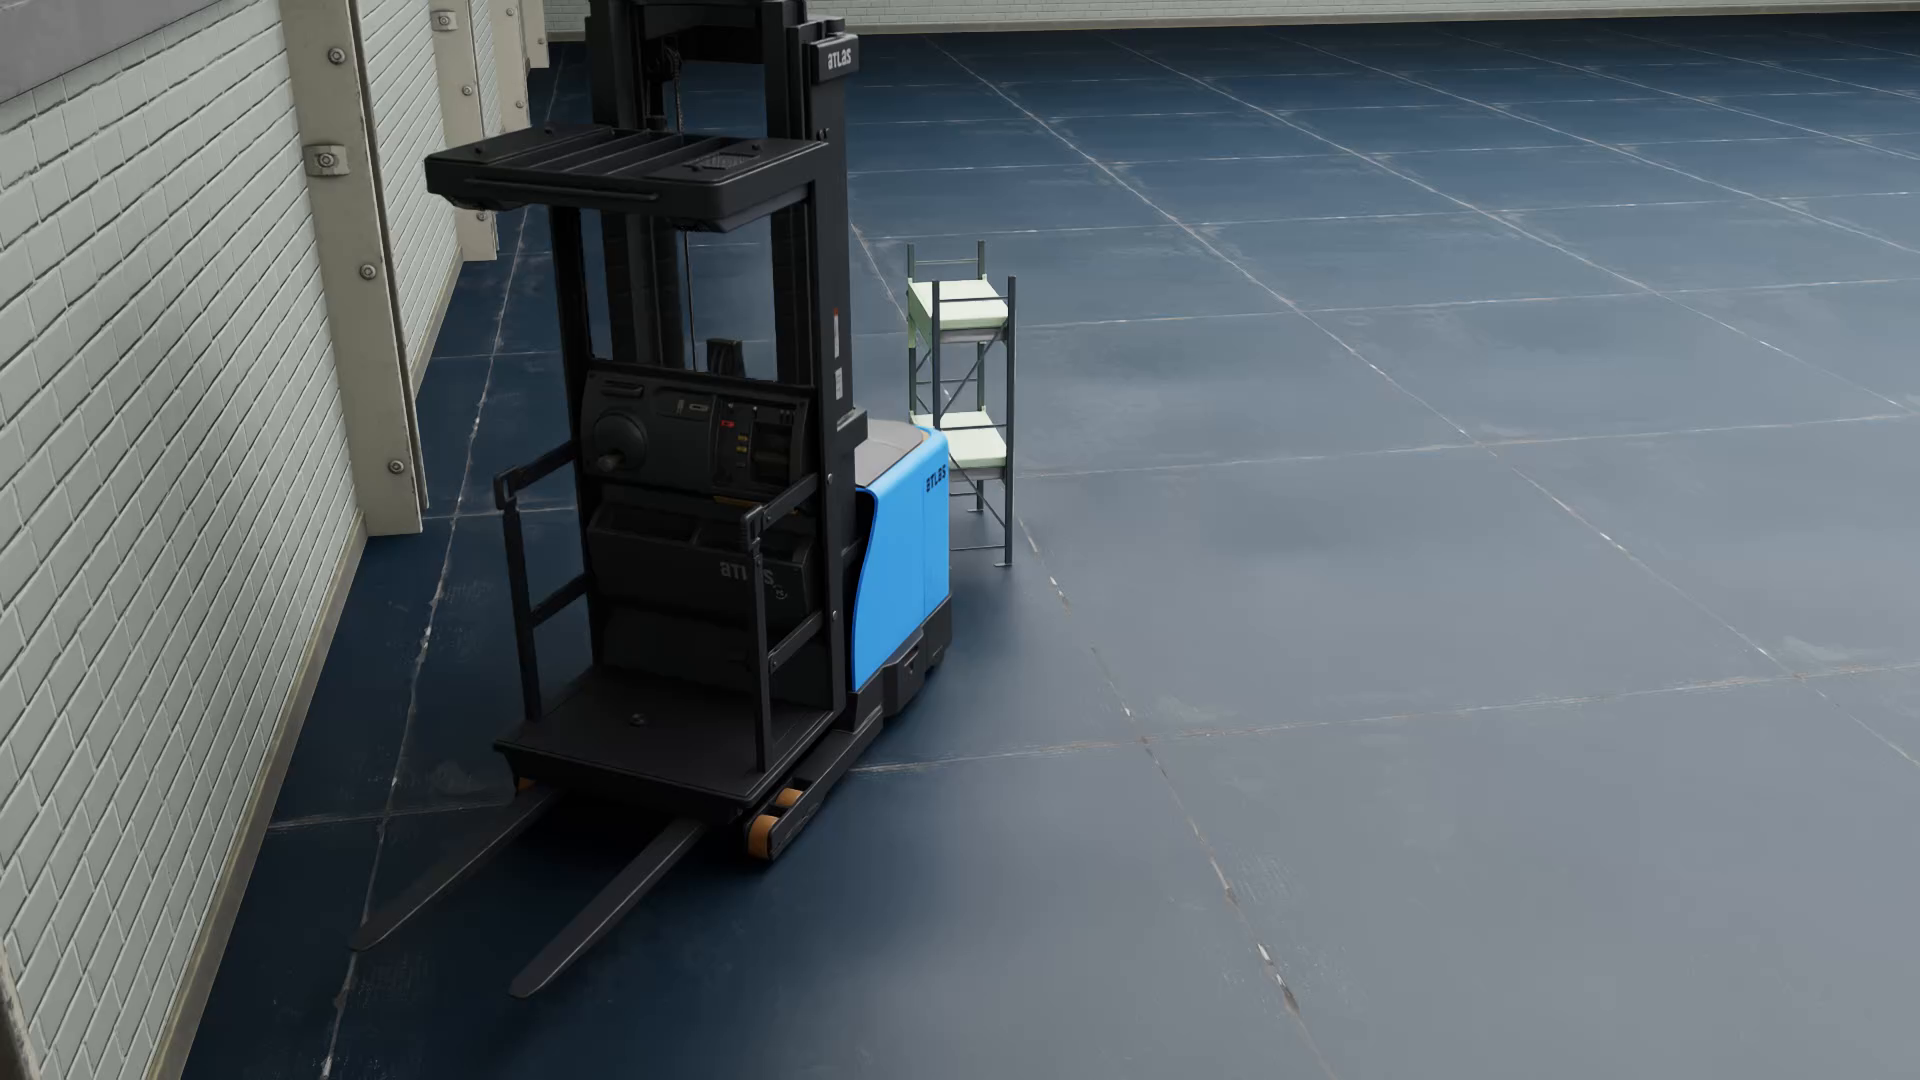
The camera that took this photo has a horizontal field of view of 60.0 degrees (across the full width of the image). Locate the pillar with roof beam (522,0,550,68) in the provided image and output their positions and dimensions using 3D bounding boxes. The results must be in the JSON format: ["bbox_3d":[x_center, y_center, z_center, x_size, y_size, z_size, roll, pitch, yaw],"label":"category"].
[{"bbox_3d":[-2.149,-11.628,24.131,9.100,9.000,0.400,-4,24,-10],"label":"pillar with roof beam"}]

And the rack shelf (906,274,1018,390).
[{"bbox_3d":[-0.001,-1.048,8.300,0.431,0.370,0.720,-4,24,-10],"label":"rack shelf"}]

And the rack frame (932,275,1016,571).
[{"bbox_3d":[0.066,-0.546,8.126,0.400,1.500,0.023,-4,24,-10],"label":"rack frame"}]

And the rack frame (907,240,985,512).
[{"bbox_3d":[-0.069,-0.834,8.785,0.400,1.500,0.023,-4,24,-10],"label":"rack frame"}]

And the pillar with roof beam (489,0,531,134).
[{"bbox_3d":[-1.040,-9.268,18.727,9.100,9.000,0.400,-4,24,-10],"label":"pillar with roof beam"}]

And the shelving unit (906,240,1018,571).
[{"bbox_3d":[-0.001,-0.690,8.456,0.431,1.500,0.755,-4,24,-10],"label":"shelving unit"}]

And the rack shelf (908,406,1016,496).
[{"bbox_3d":[-0.001,-0.391,8.586,0.431,0.370,0.720,-4,24,-10],"label":"rack shelf"}]

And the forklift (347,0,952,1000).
[{"bbox_3d":[-1.058,-0.365,5.923,1.130,2.935,3.031,9,25,20],"label":"forklift"}]

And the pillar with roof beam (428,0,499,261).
[{"bbox_3d":[0.070,-6.908,13.324,9.100,9.000,0.400,-4,24,-10],"label":"pillar with roof beam"}]

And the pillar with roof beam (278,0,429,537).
[{"bbox_3d":[1.179,-4.548,7.920,9.100,9.000,0.400,-4,24,-10],"label":"pillar with roof beam"}]
